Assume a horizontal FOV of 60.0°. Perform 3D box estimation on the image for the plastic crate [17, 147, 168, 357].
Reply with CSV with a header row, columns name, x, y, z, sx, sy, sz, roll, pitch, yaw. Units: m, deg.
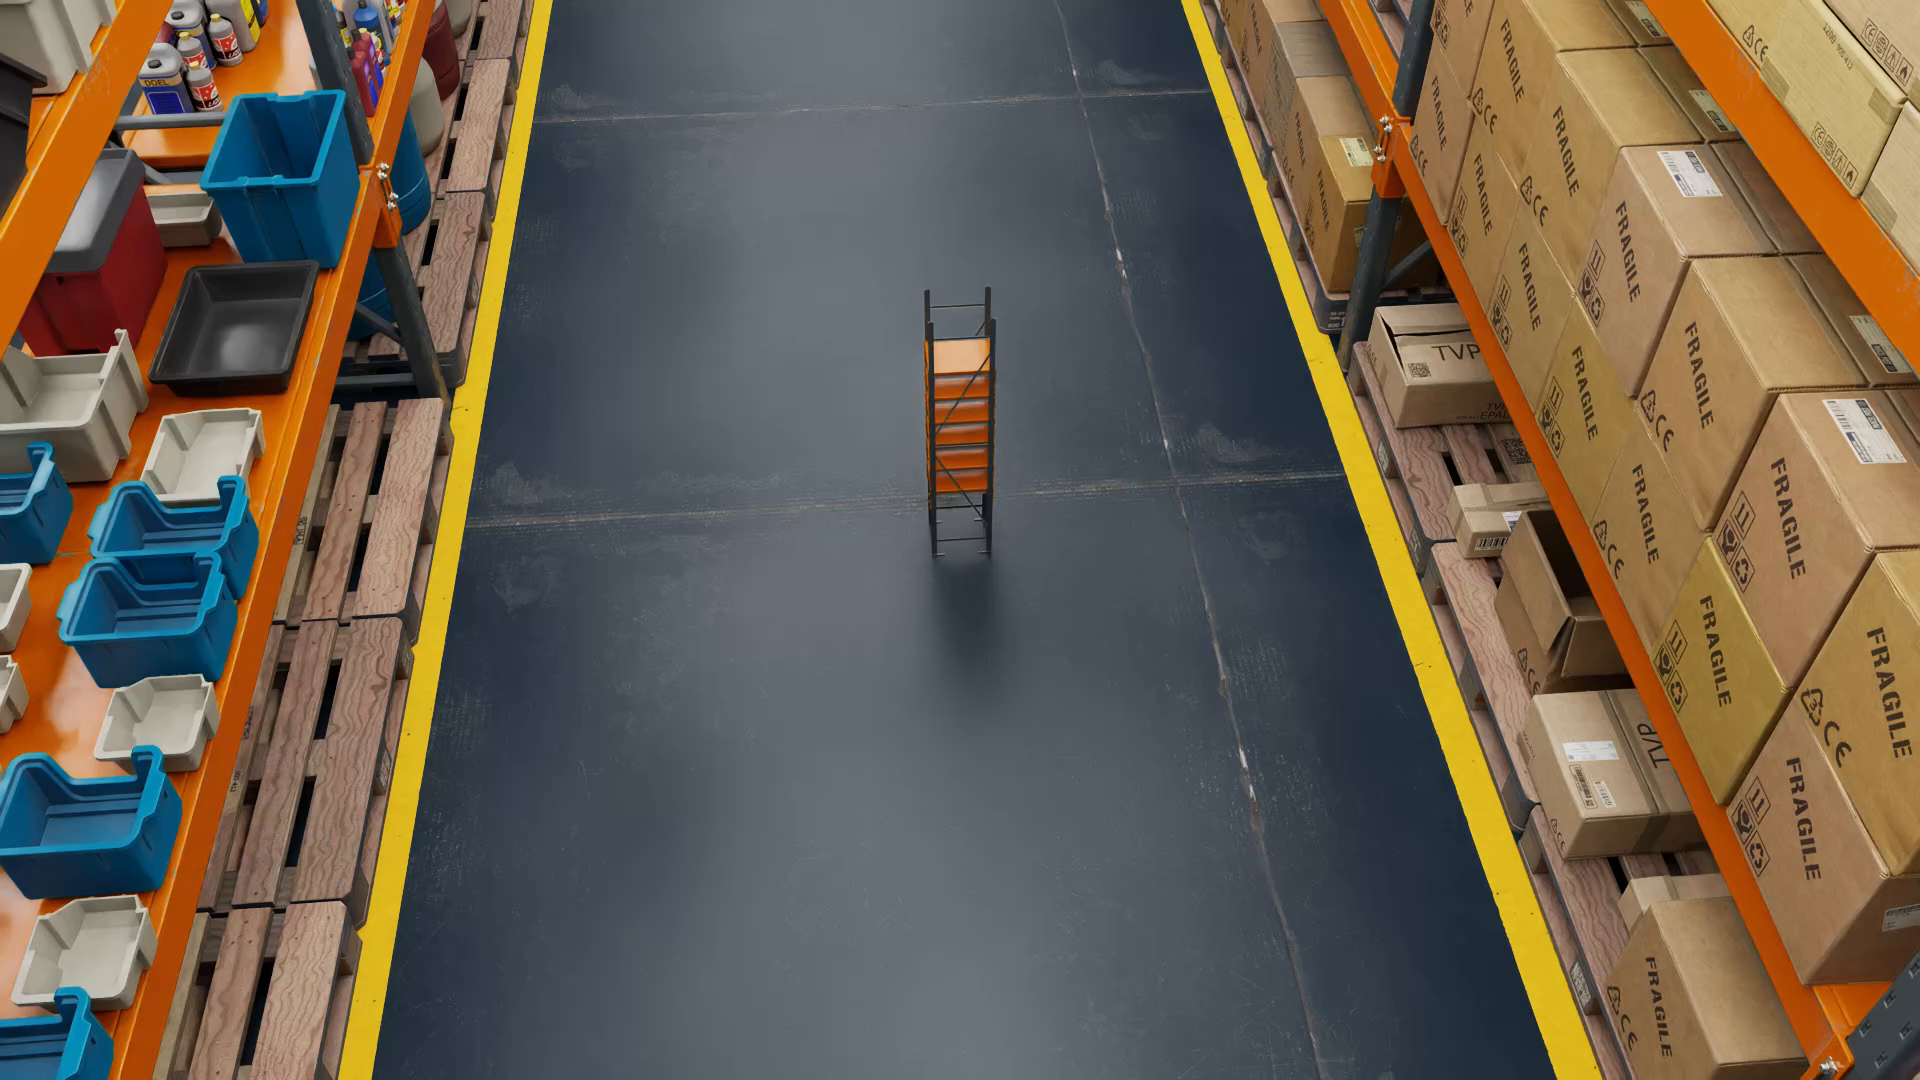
name,x,y,z,sx,sy,sz,roll,pitch,yaw
plastic crate,-2.903,-0.933,5.482,0.402,0.464,0.583,-3,47,-3

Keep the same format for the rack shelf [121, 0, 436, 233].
name,x,y,z,sx,sy,sz,roll,pitch,yaw
rack shelf,-2.895,-2.751,7.785,1.077,0.370,4.000,-3,47,-3

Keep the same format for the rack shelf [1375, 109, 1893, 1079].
name,x,y,z,sx,sy,sz,roll,pitch,yaw
rack shelf,2.376,-0.156,5.327,1.077,0.370,4.000,-3,47,-3

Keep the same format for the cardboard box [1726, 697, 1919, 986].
name,x,y,z,sx,sy,sz,roll,pitch,yaw
cardboard box,2.235,0.702,3.950,0.500,0.500,0.500,-2,47,-2

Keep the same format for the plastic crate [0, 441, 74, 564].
name,x,y,z,sx,sy,sz,roll,pitch,yaw
plastic crate,-2.820,-0.091,4.844,0.416,0.233,0.300,-3,47,-3

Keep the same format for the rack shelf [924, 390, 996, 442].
name,x,y,z,sx,sy,sz,roll,pitch,yaw
rack shelf,-0.001,-0.475,6.269,0.258,0.103,0.180,-3,47,-3

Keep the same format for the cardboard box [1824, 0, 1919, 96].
name,x,y,z,sx,sy,sz,roll,pitch,yaw
cardboard box,2.166,-1.188,3.502,0.500,0.250,0.500,-3,47,-3

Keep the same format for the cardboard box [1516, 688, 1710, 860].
name,x,y,z,sx,sy,sz,roll,pitch,yaw
cardboard box,2.203,0.771,5.545,0.500,0.250,0.500,-3,47,-3

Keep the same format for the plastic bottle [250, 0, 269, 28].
name,x,y,z,sx,sy,sz,roll,pitch,yaw
plastic bottle,-3.002,-2.323,6.918,0.144,0.351,0.185,-3,47,-3

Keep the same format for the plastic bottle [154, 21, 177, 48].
name,x,y,z,sx,sy,sz,roll,pitch,yaw
plastic bottle,-3.147,-1.942,6.603,0.061,0.283,0.133,-3,47,-3

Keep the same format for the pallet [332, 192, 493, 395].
name,x,y,z,sx,sy,sz,roll,pitch,yaw
pallet,-2.751,-1.154,7.697,1.003,0.211,1.213,-3,47,-3

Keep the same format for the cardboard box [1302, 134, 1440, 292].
name,x,y,z,sx,sy,sz,roll,pitch,yaw
cardboard box,1.882,-1.482,7.506,0.500,0.500,0.500,-4,47,-4

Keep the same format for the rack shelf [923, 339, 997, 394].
name,x,y,z,sx,sy,sz,roll,pitch,yaw
rack shelf,-0.001,-0.640,6.095,0.258,0.103,0.180,-3,47,-3

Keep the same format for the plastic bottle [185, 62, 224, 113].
name,x,y,z,sx,sy,sz,roll,pitch,yaw
plastic bottle,-2.960,-1.770,6.497,0.097,0.201,0.097,0,47,0

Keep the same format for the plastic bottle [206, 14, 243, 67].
name,x,y,z,sx,sy,sz,roll,pitch,yaw
plastic bottle,-2.990,-2.034,6.748,0.097,0.201,0.097,0,47,0

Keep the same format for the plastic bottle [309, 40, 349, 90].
name,x,y,z,sx,sy,sz,roll,pitch,yaw
plastic bottle,-2.437,-1.838,6.459,0.144,0.351,0.185,-3,47,-3

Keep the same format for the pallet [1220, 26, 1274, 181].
name,x,y,z,sx,sy,sz,roll,pitch,yaw
pallet,1.998,-2.362,8.842,1.003,0.211,1.213,-3,47,-3

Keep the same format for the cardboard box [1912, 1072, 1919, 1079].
name,x,y,z,sx,sy,sz,roll,pitch,yaw
cardboard box,2.851,1.549,4.877,0.380,0.149,0.250,-3,47,-3

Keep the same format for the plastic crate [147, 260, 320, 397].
name,x,y,z,sx,sy,sz,roll,pitch,yaw
plastic crate,-2.366,-0.684,5.480,0.437,0.125,0.590,-3,47,-3

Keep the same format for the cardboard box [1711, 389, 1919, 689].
name,x,y,z,sx,sy,sz,roll,pitch,yaw
cardboard box,2.189,-0.005,3.931,0.500,0.500,0.500,-2,47,-2

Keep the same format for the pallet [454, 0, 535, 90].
name,x,y,z,sx,sy,sz,roll,pitch,yaw
pallet,-2.955,-2.919,9.369,1.003,0.211,1.213,-3,47,-3

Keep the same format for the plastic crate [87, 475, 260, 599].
name,x,y,z,sx,sy,sz,roll,pitch,yaw
plastic crate,-2.221,0.011,4.748,0.416,0.233,0.300,-3,47,-3

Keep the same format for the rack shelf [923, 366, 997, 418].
name,x,y,z,sx,sy,sz,roll,pitch,yaw
rack shelf,-0.001,-0.558,6.182,0.258,0.103,0.180,-3,47,-3

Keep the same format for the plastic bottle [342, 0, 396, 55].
name,x,y,z,sx,sy,sz,roll,pitch,yaw
plastic bottle,-2.417,-2.132,6.789,0.152,0.276,0.135,-3,47,-3

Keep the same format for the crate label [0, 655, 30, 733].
name,x,y,z,sx,sy,sz,roll,pitch,yaw
crate label,-2.699,0.423,4.424,0.396,0.136,0.243,-3,47,-3

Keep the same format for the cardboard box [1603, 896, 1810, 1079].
name,x,y,z,sx,sy,sz,roll,pitch,yaw
cardboard box,2.253,1.374,4.802,0.500,0.500,0.500,-3,47,-3

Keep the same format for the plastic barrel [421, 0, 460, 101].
name,x,y,z,sx,sy,sz,roll,pitch,yaw
plastic barrel,-2.910,-2.591,8.510,0.600,0.588,0.708,-3,47,-3

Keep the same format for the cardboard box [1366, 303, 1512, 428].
name,x,y,z,sx,sy,sz,roll,pitch,yaw
cardboard box,2.028,-0.760,6.953,0.500,0.311,0.500,-3,47,-3

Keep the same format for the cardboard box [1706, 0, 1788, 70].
name,x,y,z,sx,sy,sz,roll,pitch,yaw
cardboard box,2.126,-1.378,4.026,0.500,0.250,0.500,-3,47,-3

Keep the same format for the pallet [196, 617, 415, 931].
name,x,y,z,sx,sy,sz,roll,pitch,yaw
pallet,-2.522,0.821,5.827,1.003,0.211,1.213,-3,47,-3

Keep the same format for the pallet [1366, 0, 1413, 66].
name,x,y,z,sx,sy,sz,roll,pitch,yaw
pallet,2.251,-2.369,7.060,1.003,0.211,1.213,-3,47,-3

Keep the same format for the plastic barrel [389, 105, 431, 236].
name,x,y,z,sx,sy,sz,roll,pitch,yaw
plastic barrel,-2.815,-1.882,7.622,0.600,0.901,0.708,-3,47,-3

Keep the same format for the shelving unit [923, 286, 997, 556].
name,x,y,z,sx,sy,sz,roll,pitch,yaw
shelving unit,-0.001,-0.423,6.324,0.258,1.200,0.189,-3,47,-3

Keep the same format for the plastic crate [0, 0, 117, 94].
name,x,y,z,sx,sy,sz,roll,pitch,yaw
plastic crate,-2.271,-1.271,3.903,0.437,0.282,0.530,-3,47,-3

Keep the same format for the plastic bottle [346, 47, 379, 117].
name,x,y,z,sx,sy,sz,roll,pitch,yaw
plastic bottle,-2.333,-1.803,6.472,0.061,0.283,0.133,-3,47,-3

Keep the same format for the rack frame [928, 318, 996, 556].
name,x,y,z,sx,sy,sz,roll,pitch,yaw
rack frame,0.006,-0.357,6.262,0.240,1.200,0.006,-3,47,-3

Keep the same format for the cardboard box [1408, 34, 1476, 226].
name,x,y,z,sx,sy,sz,roll,pitch,yaw
cardboard box,1.980,-1.499,6.035,0.500,0.500,0.500,-2,47,-2

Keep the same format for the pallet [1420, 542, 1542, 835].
name,x,y,z,sx,sy,sz,roll,pitch,yaw
pallet,2.371,0.490,6.140,1.003,0.211,1.213,-3,47,-3

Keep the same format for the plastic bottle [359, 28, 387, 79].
name,x,y,z,sx,sy,sz,roll,pitch,yaw
plastic bottle,-2.372,-1.954,6.671,0.097,0.201,0.097,0,47,0

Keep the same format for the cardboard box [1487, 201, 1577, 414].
name,x,y,z,sx,sy,sz,roll,pitch,yaw
cardboard box,2.066,-0.767,5.341,0.500,0.500,0.500,-4,47,-4

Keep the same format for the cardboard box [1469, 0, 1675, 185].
name,x,y,z,sx,sy,sz,roll,pitch,yaw
cardboard box,2.012,-1.497,5.344,0.500,0.500,0.500,-5,47,-5

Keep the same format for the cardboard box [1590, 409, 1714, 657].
name,x,y,z,sx,sy,sz,roll,pitch,yaw
cardboard box,2.152,-0.034,4.648,0.500,0.500,0.500,-3,47,-3

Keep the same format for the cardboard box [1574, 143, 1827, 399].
name,x,y,z,sx,sy,sz,roll,pitch,yaw
cardboard box,2.098,-0.752,4.638,0.500,0.500,0.500,-2,47,-2

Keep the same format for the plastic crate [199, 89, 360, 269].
name,x,y,z,sx,sy,sz,roll,pitch,yaw
plastic crate,-2.349,-1.250,5.837,0.392,0.384,0.575,-3,47,-3

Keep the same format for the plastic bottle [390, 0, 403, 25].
name,x,y,z,sx,sy,sz,roll,pitch,yaw
plastic bottle,-2.408,-2.262,6.963,0.097,0.201,0.097,0,47,0

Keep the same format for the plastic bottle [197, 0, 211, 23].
name,x,y,z,sx,sy,sz,roll,pitch,yaw
plastic bottle,-3.131,-2.180,6.783,0.144,0.351,0.185,-3,47,-3

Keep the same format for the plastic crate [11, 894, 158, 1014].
name,x,y,z,sx,sy,sz,roll,pitch,yaw
plastic crate,-2.030,0.977,3.899,0.250,0.136,0.298,-3,47,-3

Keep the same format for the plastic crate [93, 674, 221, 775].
name,x,y,z,sx,sy,sz,roll,pitch,yaw
plastic crate,-2.086,0.486,4.364,0.250,0.136,0.298,-3,47,-3

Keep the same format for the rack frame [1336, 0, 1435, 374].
name,x,y,z,sx,sy,sz,roll,pitch,yaw
rack frame,2.209,-1.850,6.436,1.000,3.000,0.127,-3,47,-3

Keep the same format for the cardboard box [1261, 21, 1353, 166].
name,x,y,z,sx,sy,sz,roll,pitch,yaw
cardboard box,1.807,-2.203,8.189,0.500,0.500,0.500,-3,47,-3

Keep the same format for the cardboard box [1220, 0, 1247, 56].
name,x,y,z,sx,sy,sz,roll,pitch,yaw
cardboard box,1.714,-2.948,8.894,0.500,0.500,0.500,-4,47,-4

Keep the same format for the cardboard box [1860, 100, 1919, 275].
name,x,y,z,sx,sy,sz,roll,pitch,yaw
cardboard box,2.207,-0.654,3.341,0.500,0.250,0.500,-3,47,-3
